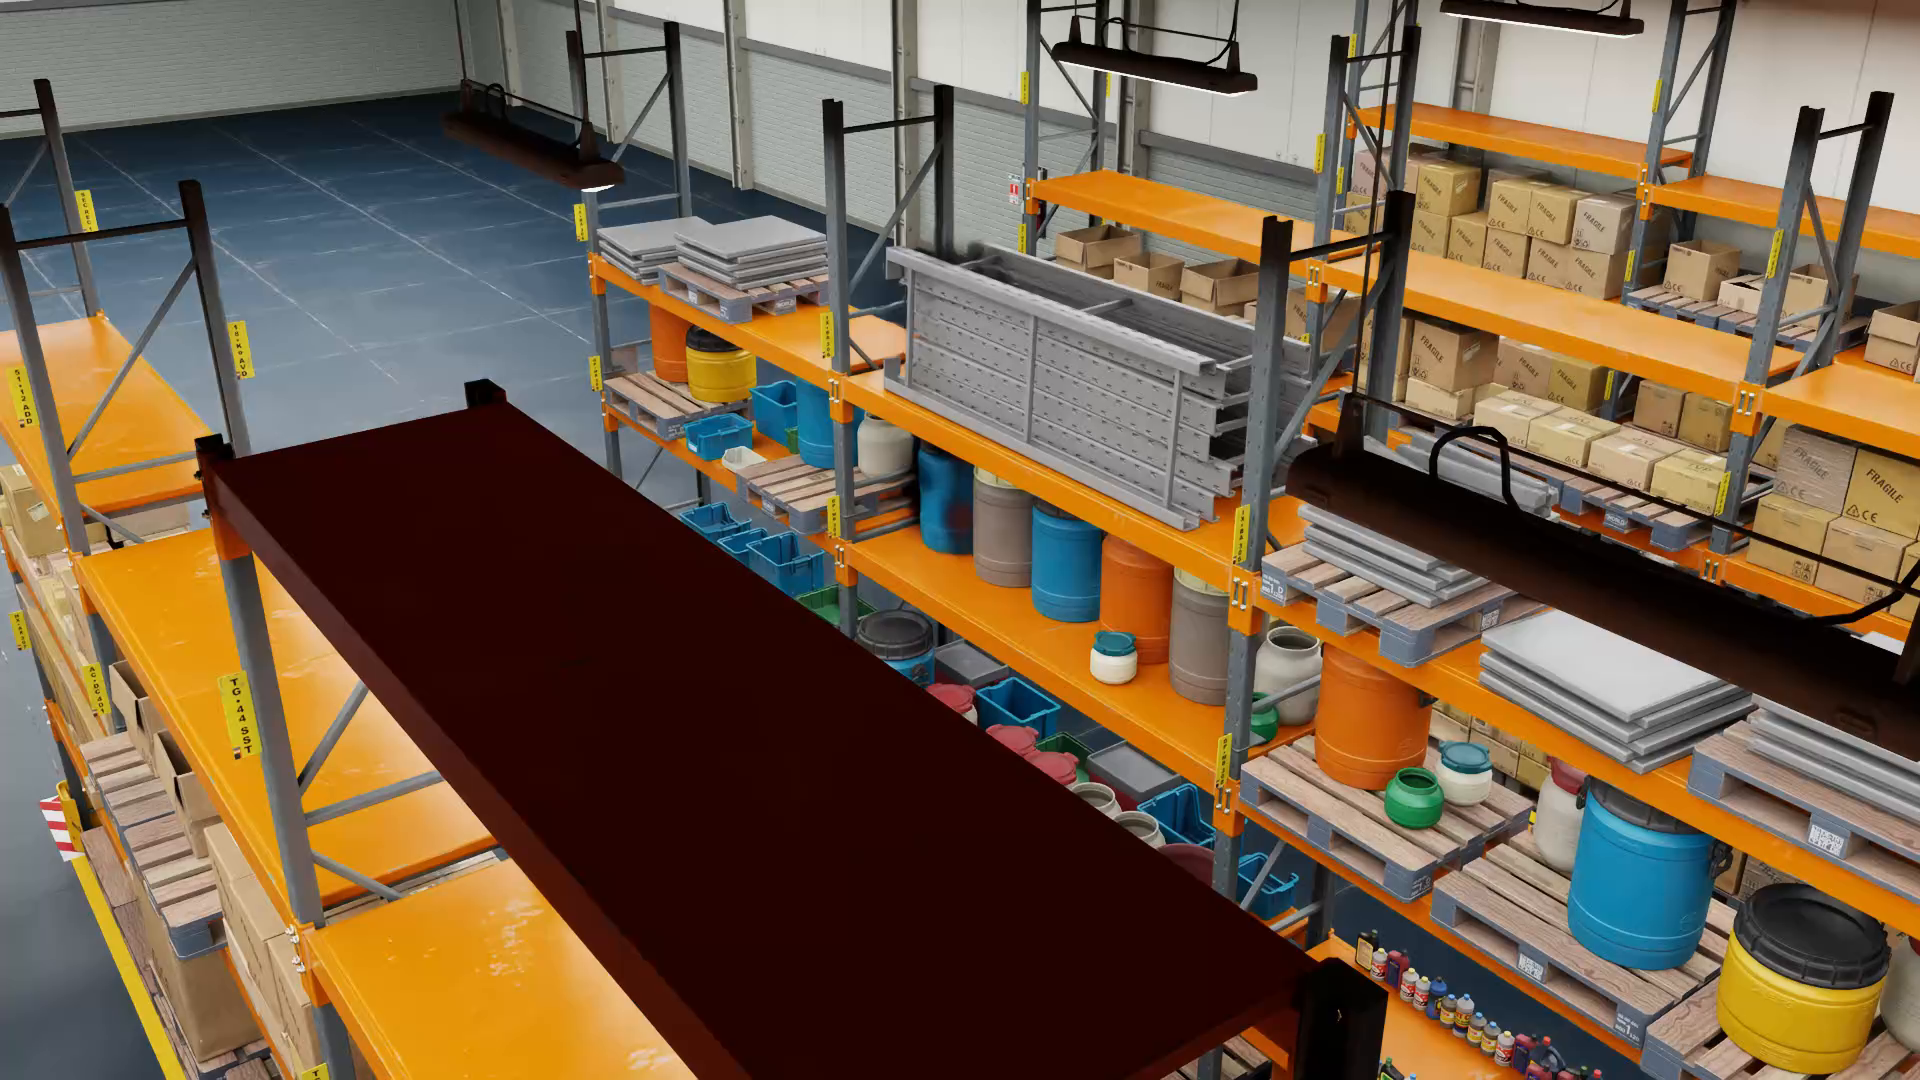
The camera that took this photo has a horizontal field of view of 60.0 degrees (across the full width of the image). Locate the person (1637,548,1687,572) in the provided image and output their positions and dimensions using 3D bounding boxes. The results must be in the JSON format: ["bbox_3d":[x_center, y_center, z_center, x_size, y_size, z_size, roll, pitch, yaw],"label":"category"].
[{"bbox_3d":[6.654,0.494,15.955,0.781,1.708,0.494,21,32,38],"label":"person"}]
